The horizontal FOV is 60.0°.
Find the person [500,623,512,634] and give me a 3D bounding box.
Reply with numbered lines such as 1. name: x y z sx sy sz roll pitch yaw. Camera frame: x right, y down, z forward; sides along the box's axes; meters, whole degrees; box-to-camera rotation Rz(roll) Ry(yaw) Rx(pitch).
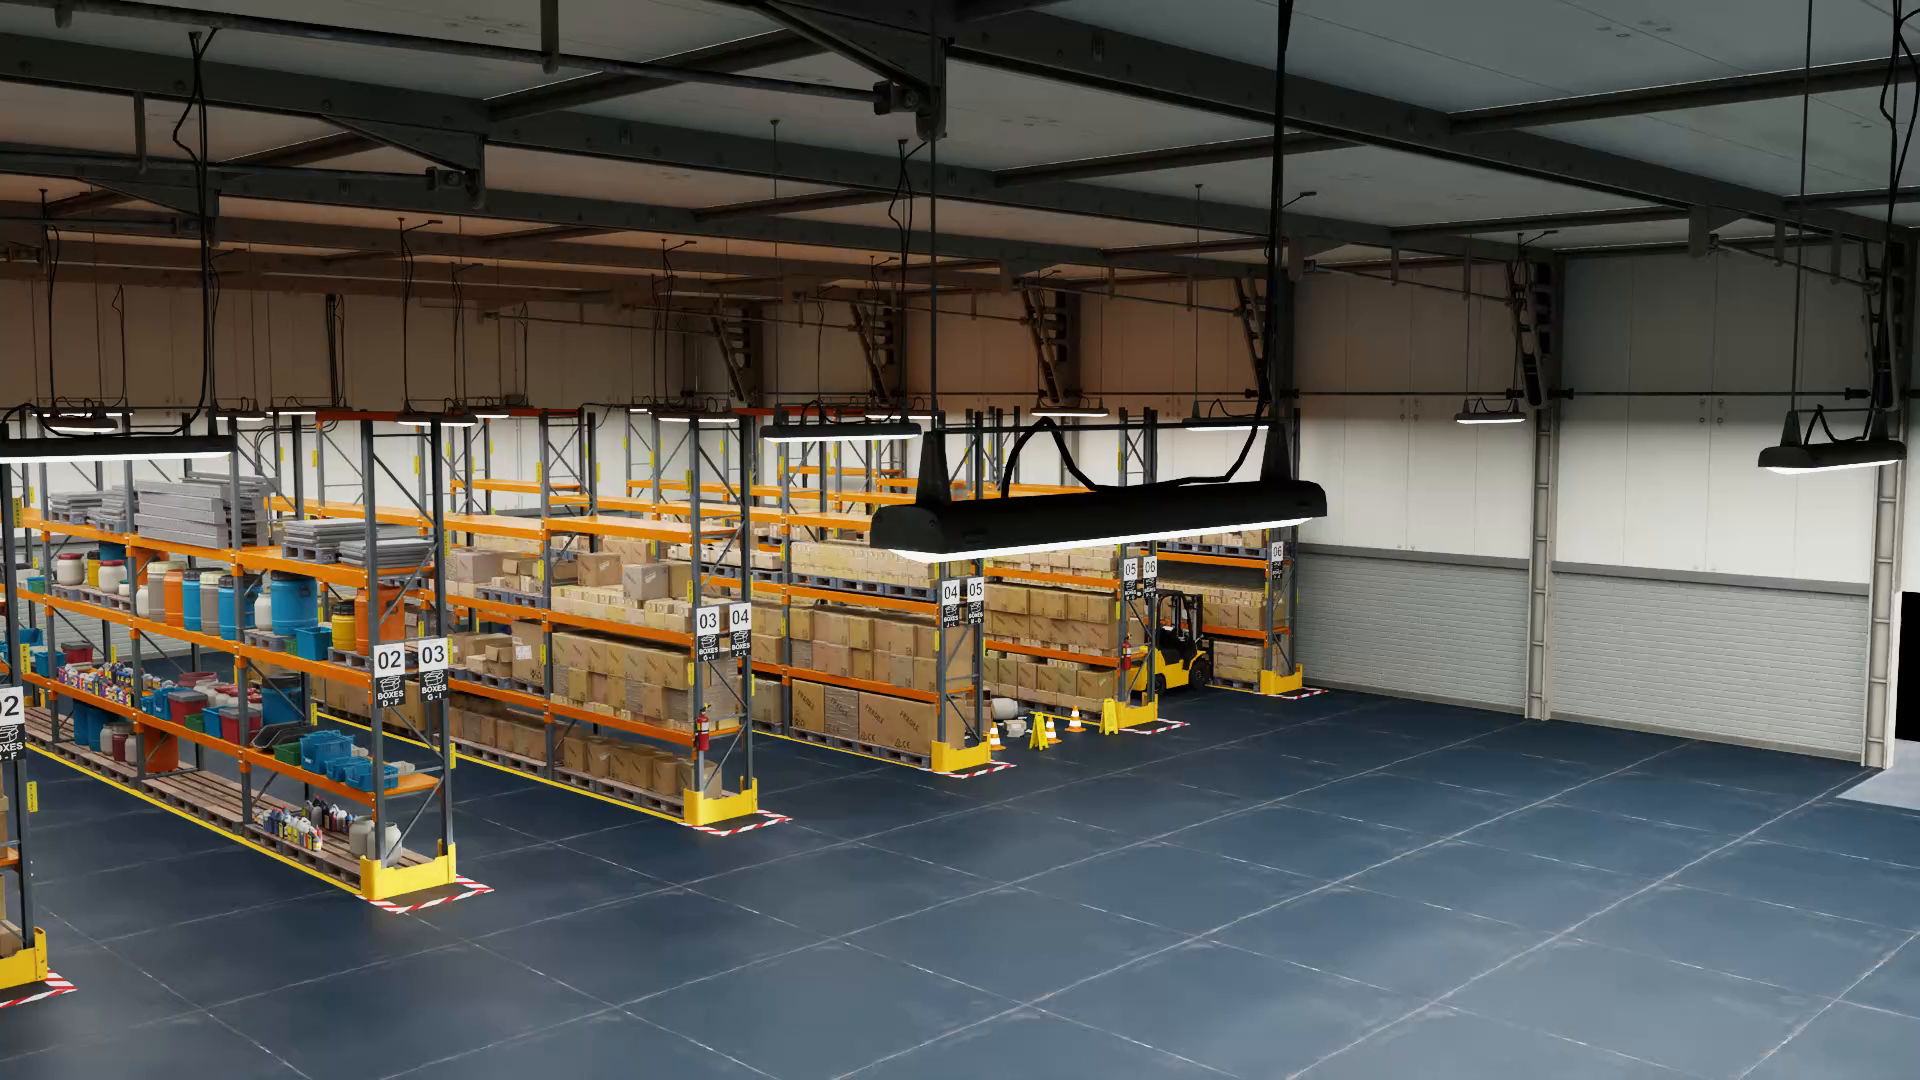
1. person: -11.229 1.856 41.435 0.923 1.672 0.615 -5 7 -43
